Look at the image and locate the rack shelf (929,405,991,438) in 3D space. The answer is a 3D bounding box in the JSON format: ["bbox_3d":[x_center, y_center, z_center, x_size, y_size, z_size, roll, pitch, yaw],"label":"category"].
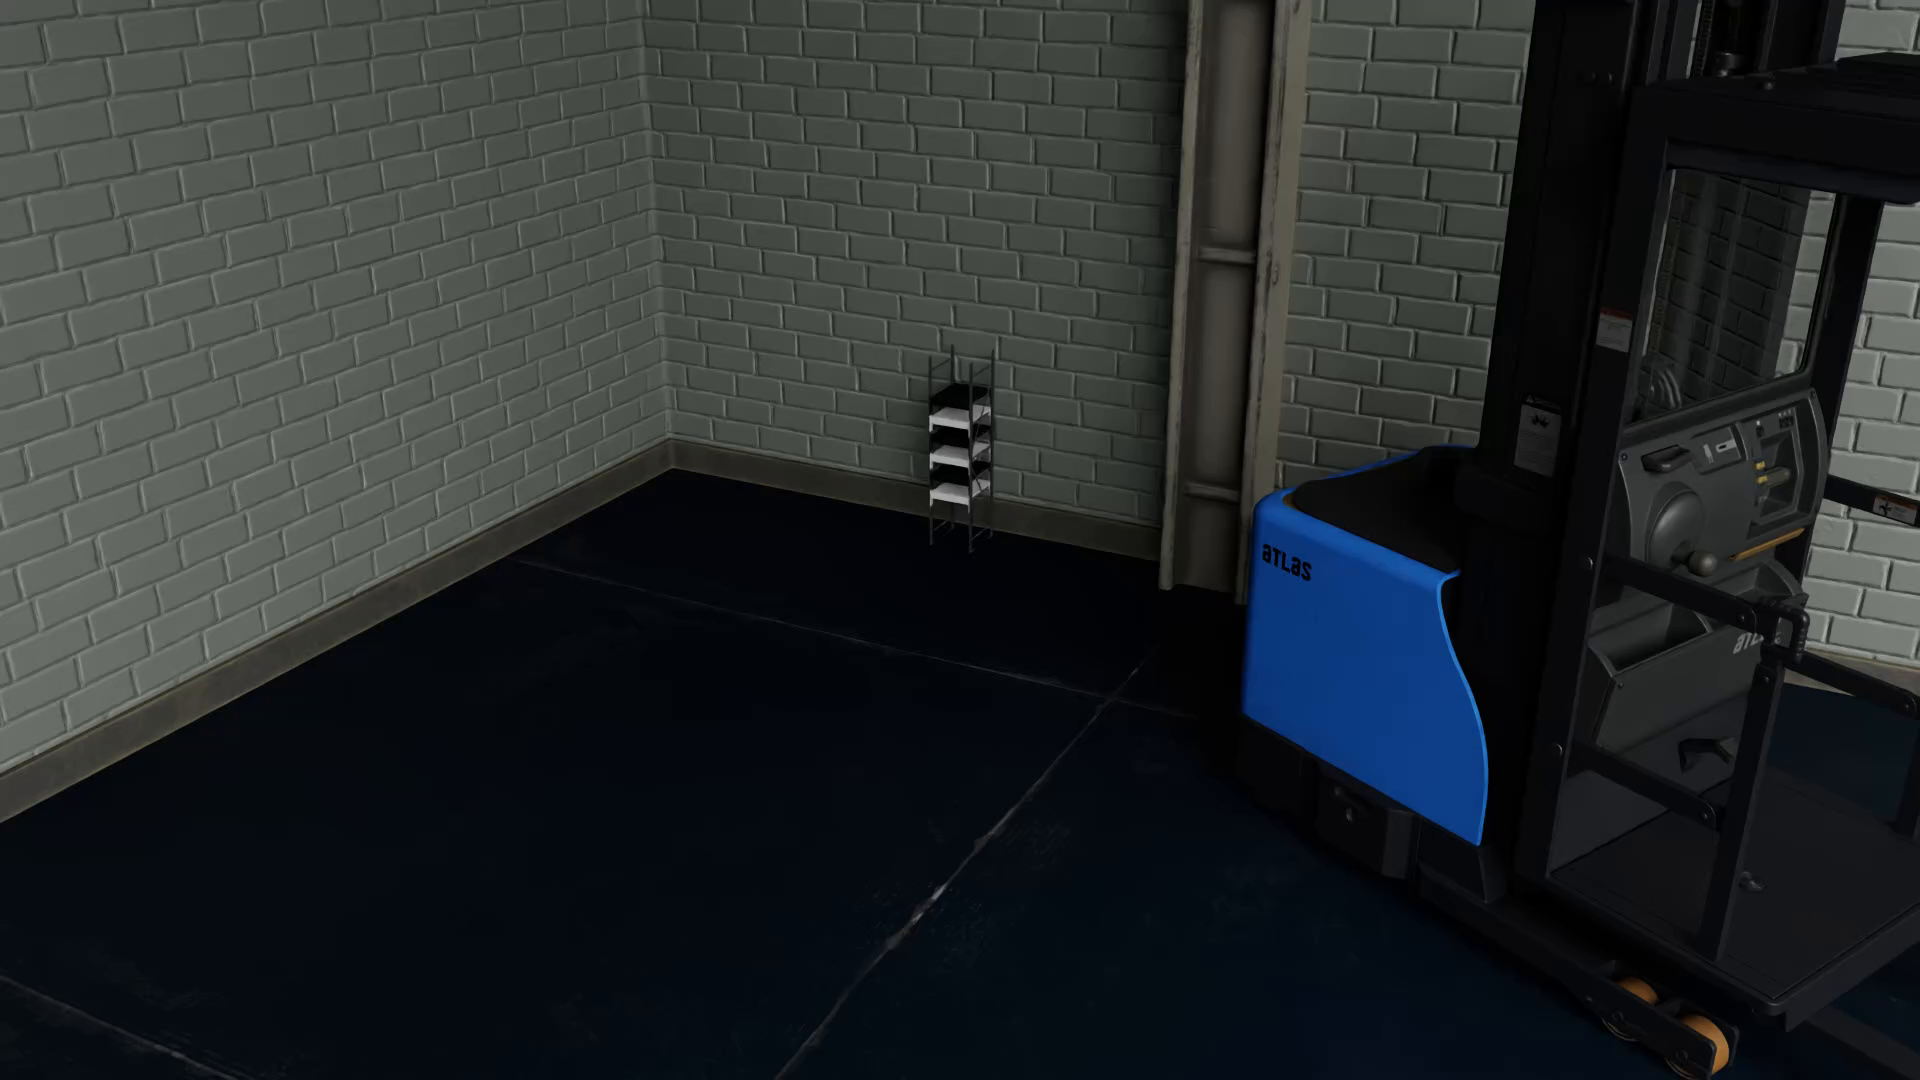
[{"bbox_3d":[0.007,-0.548,7.513,0.200,0.077,0.258,11,25,25],"label":"rack shelf"}]

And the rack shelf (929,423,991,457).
[{"bbox_3d":[0.007,-0.465,7.548,0.200,0.077,0.258,11,25,25],"label":"rack shelf"}]

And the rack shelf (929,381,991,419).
[{"bbox_3d":[0.007,-0.630,7.478,0.200,0.077,0.258,11,25,25],"label":"rack shelf"}]

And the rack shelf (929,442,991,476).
[{"bbox_3d":[0.007,-0.382,7.584,0.200,0.077,0.258,11,25,25],"label":"rack shelf"}]

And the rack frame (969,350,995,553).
[{"bbox_3d":[0.098,-0.395,7.528,0.006,0.900,0.240,11,25,25],"label":"rack frame"}]

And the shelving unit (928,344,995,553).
[{"bbox_3d":[0.007,-0.413,7.571,0.210,0.900,0.258,11,25,25],"label":"shelving unit"}]

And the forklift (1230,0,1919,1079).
[{"bbox_3d":[2.187,-0.138,4.329,1.130,2.935,3.031,-15,28,-32],"label":"forklift"}]

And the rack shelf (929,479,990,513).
[{"bbox_3d":[0.007,-0.216,7.654,0.200,0.077,0.258,11,25,25],"label":"rack shelf"}]

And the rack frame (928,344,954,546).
[{"bbox_3d":[-0.083,-0.431,7.613,0.006,0.900,0.240,11,25,25],"label":"rack frame"}]

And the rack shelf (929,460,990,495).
[{"bbox_3d":[0.007,-0.299,7.619,0.200,0.077,0.258,11,25,25],"label":"rack shelf"}]

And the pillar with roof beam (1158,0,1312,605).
[{"bbox_3d":[-0.834,-2.447,2.004,0.400,9.000,9.100,11,25,25],"label":"pillar with roof beam"}]
